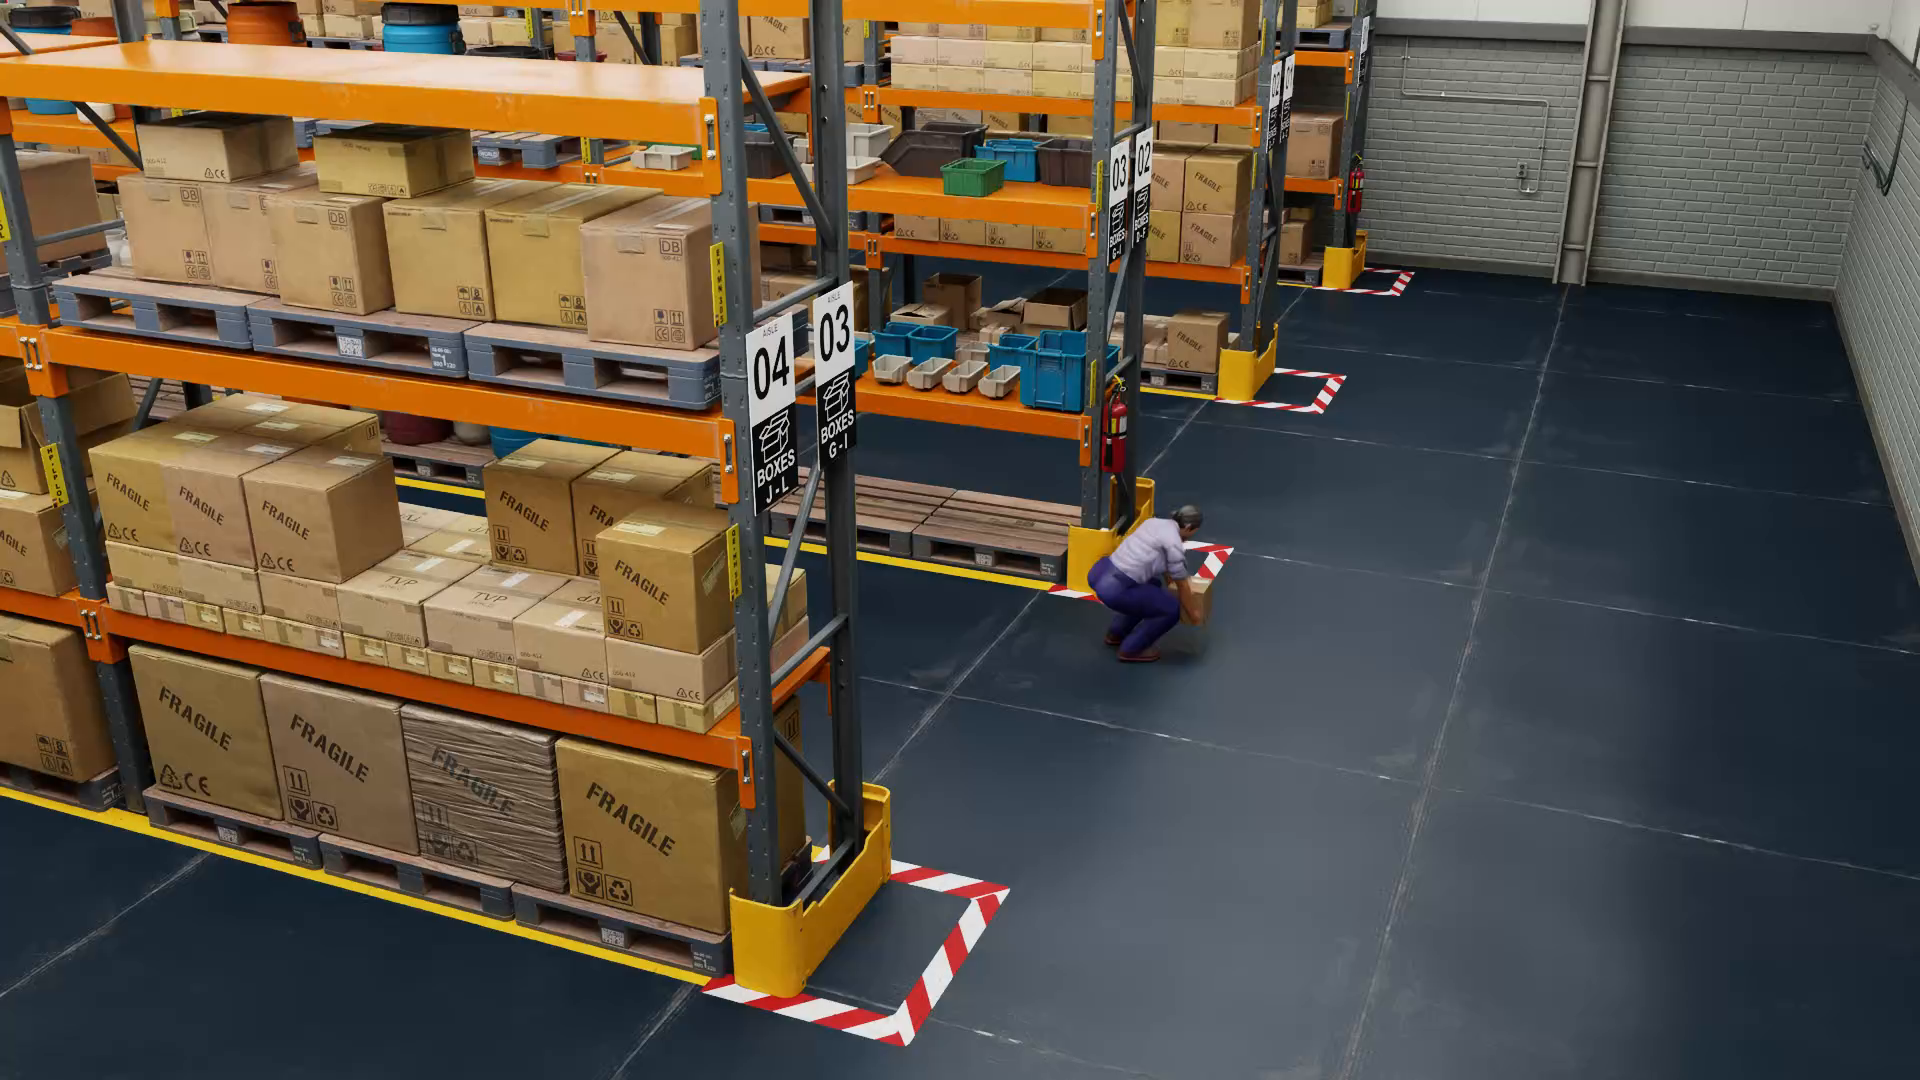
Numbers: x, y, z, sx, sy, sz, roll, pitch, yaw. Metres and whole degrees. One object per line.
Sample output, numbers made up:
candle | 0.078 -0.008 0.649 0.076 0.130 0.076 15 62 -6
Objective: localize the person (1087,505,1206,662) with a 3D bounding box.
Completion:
person | 1.250 0.273 11.125 0.795 0.998 0.529 -5 23 -12
